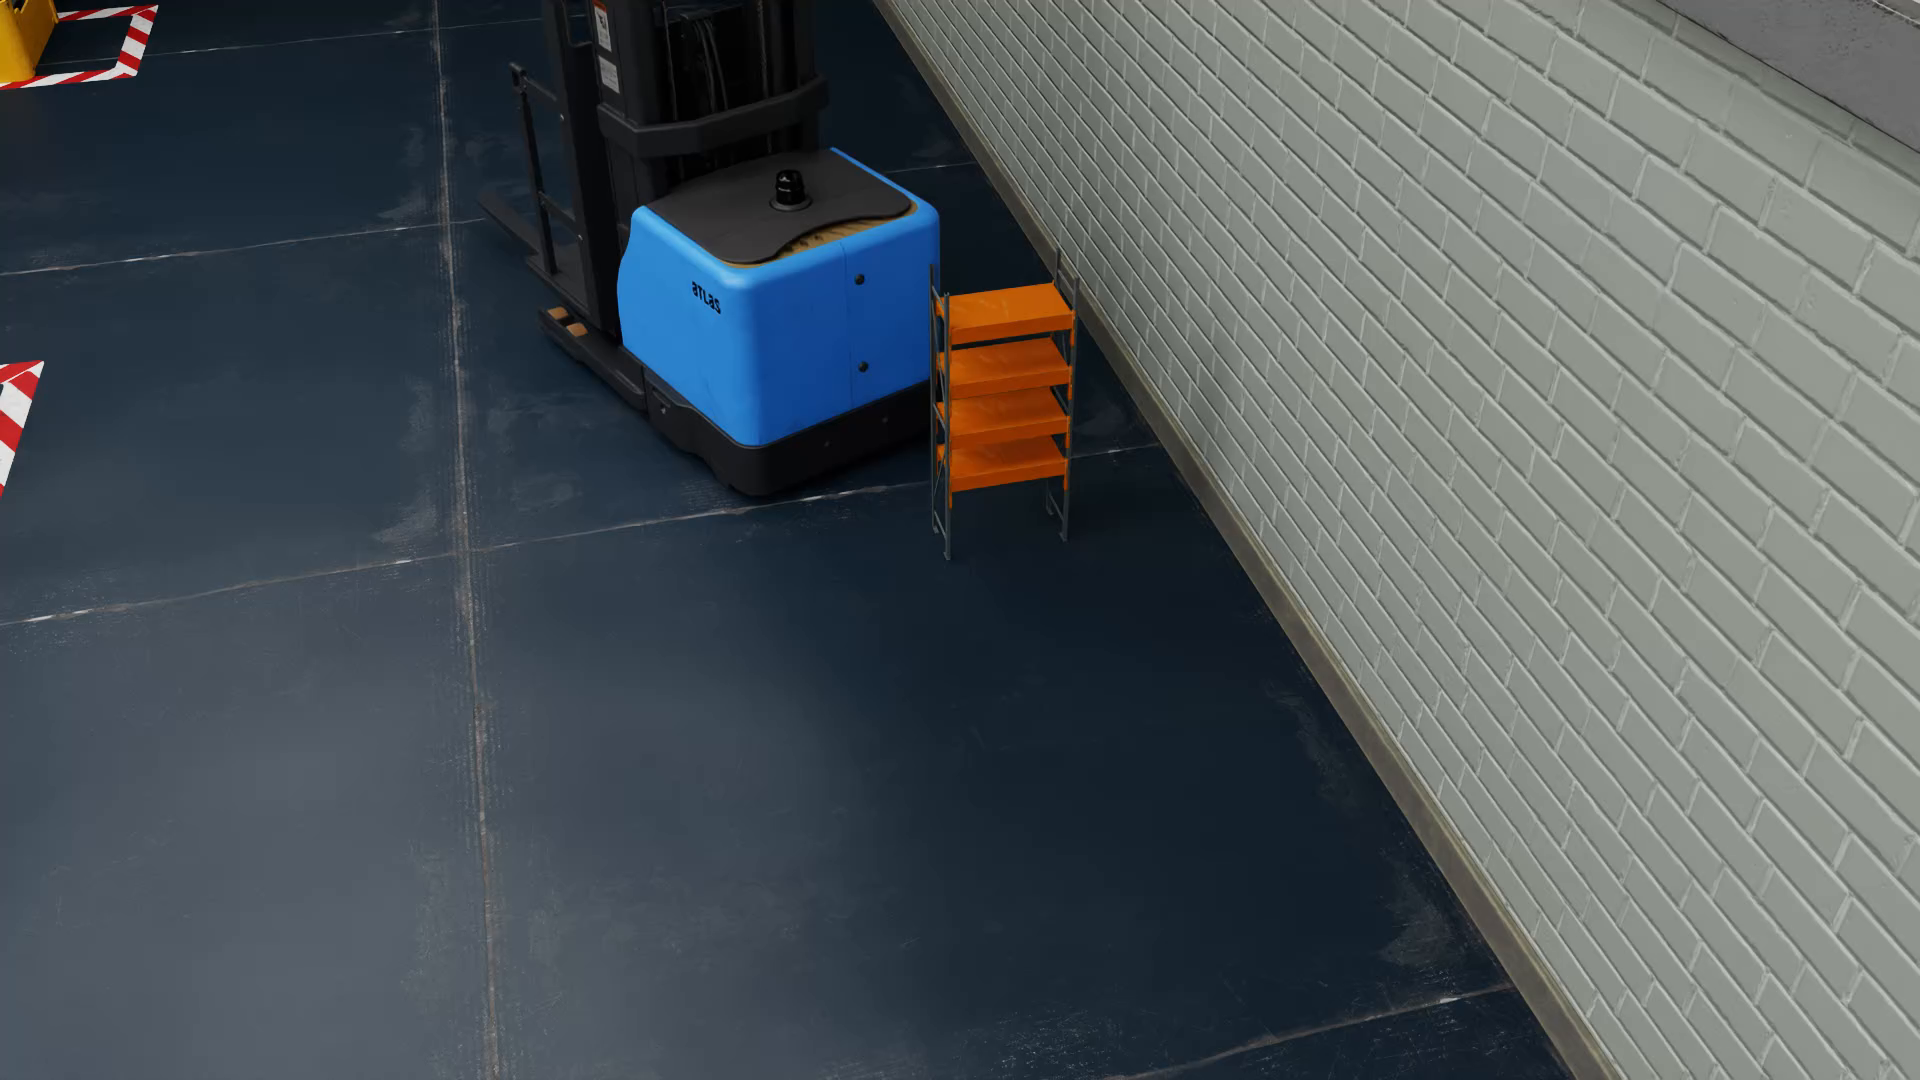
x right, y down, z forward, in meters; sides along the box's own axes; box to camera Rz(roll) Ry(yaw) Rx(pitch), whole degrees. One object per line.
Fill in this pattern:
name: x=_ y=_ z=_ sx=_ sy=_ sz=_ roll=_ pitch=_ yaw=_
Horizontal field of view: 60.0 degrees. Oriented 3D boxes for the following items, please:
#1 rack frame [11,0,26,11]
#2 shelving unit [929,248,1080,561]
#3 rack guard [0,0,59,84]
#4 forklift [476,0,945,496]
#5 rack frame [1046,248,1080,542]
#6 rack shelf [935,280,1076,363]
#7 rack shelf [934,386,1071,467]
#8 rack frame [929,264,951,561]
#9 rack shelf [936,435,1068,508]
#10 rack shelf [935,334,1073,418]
rack frame: x=-6.237 y=-4.424 z=10.064 sx=0.127 sy=3.000 sz=1.000 roll=-9 pitch=38 yaw=-12
shelving unit: x=0.160 y=-0.503 z=6.420 sx=0.503 sy=1.200 sz=0.258 roll=-9 pitch=38 yaw=-12
rack guard: x=-6.213 y=-3.435 z=10.828 sx=0.348 sy=0.500 sz=1.175 roll=-9 pitch=38 yaw=-12
forklift: x=-1.361 y=-2.186 z=7.196 sx=1.130 sy=2.935 sz=3.031 roll=-25 pitch=44 yaw=-29
rack frame: x=0.395 y=-0.541 z=6.470 sx=0.015 sy=1.200 sz=0.240 roll=-9 pitch=38 yaw=-12
rack shelf: x=0.160 y=-0.815 z=6.181 sx=0.480 sy=0.148 sz=0.258 roll=-9 pitch=38 yaw=-12
rack shelf: x=0.160 y=-0.449 z=6.461 sx=0.480 sy=0.148 sz=0.258 roll=-9 pitch=38 yaw=-12
rack frame: x=-0.076 y=-0.464 z=6.369 sx=0.015 sy=1.200 sz=0.240 roll=-9 pitch=38 yaw=-12
rack shelf: x=0.160 y=-0.292 z=6.581 sx=0.480 sy=0.148 sz=0.258 roll=-9 pitch=38 yaw=-12
rack shelf: x=0.160 y=-0.627 z=6.325 sx=0.480 sy=0.148 sz=0.258 roll=-9 pitch=38 yaw=-12
